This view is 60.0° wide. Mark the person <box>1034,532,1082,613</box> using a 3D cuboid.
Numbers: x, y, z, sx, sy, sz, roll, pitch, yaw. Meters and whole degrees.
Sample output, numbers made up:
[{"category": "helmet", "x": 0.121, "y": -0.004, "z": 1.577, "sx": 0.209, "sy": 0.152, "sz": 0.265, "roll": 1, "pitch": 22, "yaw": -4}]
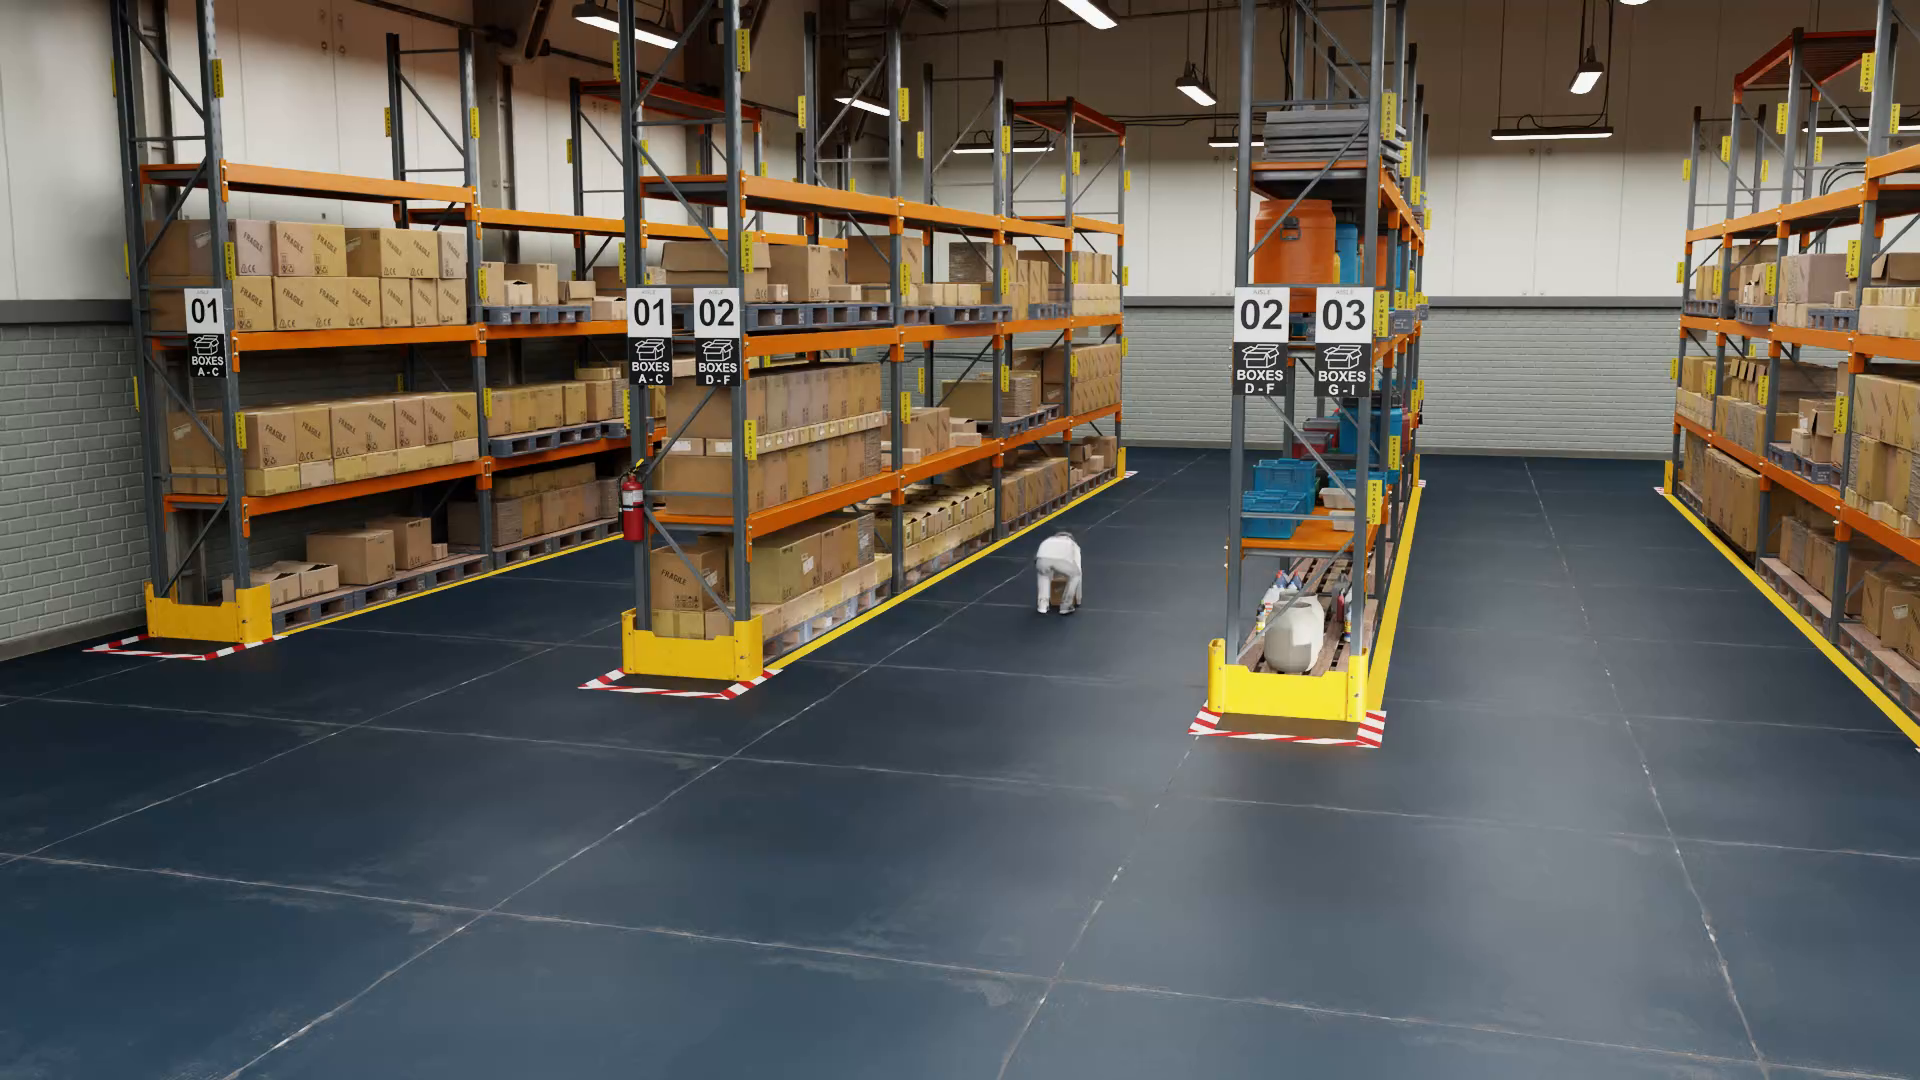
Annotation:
[{"category": "person", "x": 0.995, "y": 0.337, "z": 16.753, "sx": 0.459, "sy": 0.760, "sz": 0.914, "roll": 2, "pitch": 9, "yaw": 14}]
